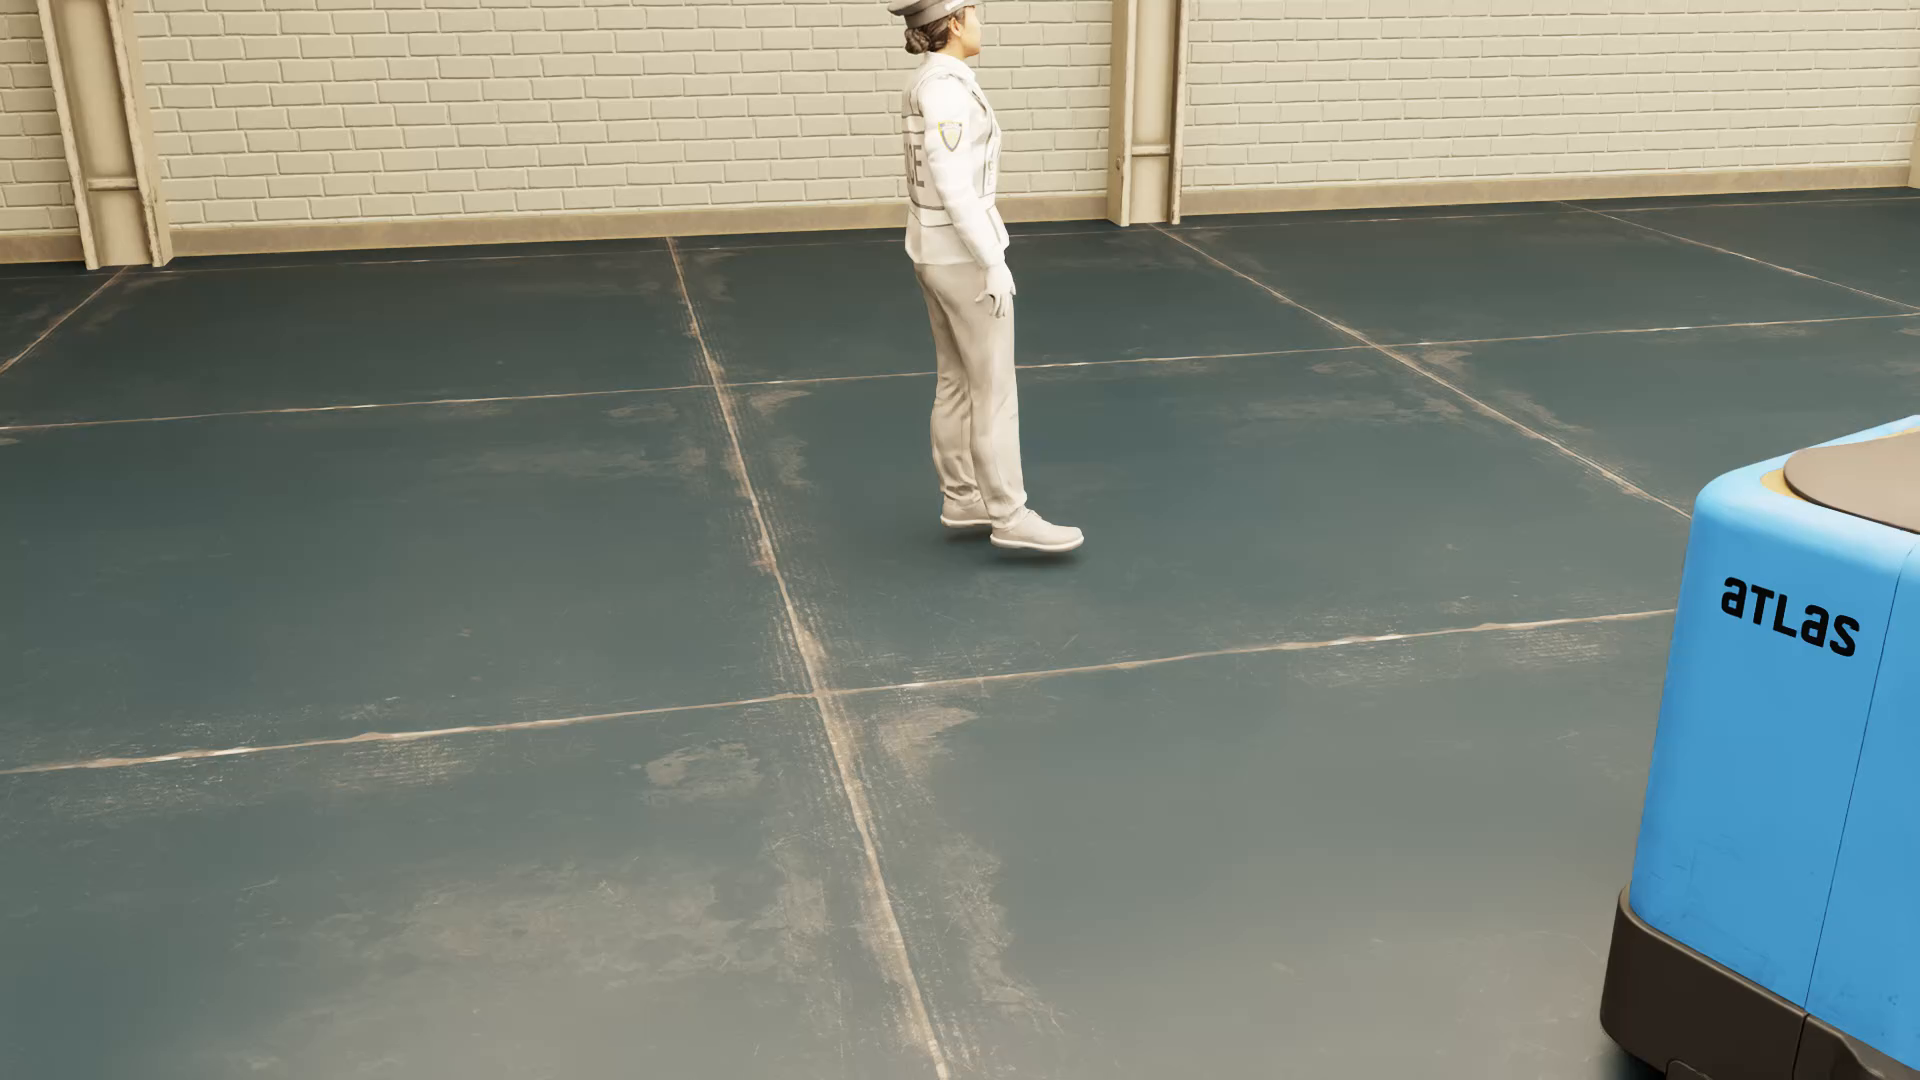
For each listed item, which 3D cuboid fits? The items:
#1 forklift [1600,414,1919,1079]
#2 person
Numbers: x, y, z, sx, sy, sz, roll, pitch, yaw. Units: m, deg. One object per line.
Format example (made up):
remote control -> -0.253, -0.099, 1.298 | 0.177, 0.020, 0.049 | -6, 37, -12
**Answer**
forklift -> 2.355, -0.121, 1.513 | 1.130, 2.935, 3.031 | -14, 25, -31
person -> 0.069, -0.838, 4.987 | 0.530, 1.694, 0.586 | -5, 21, -12
